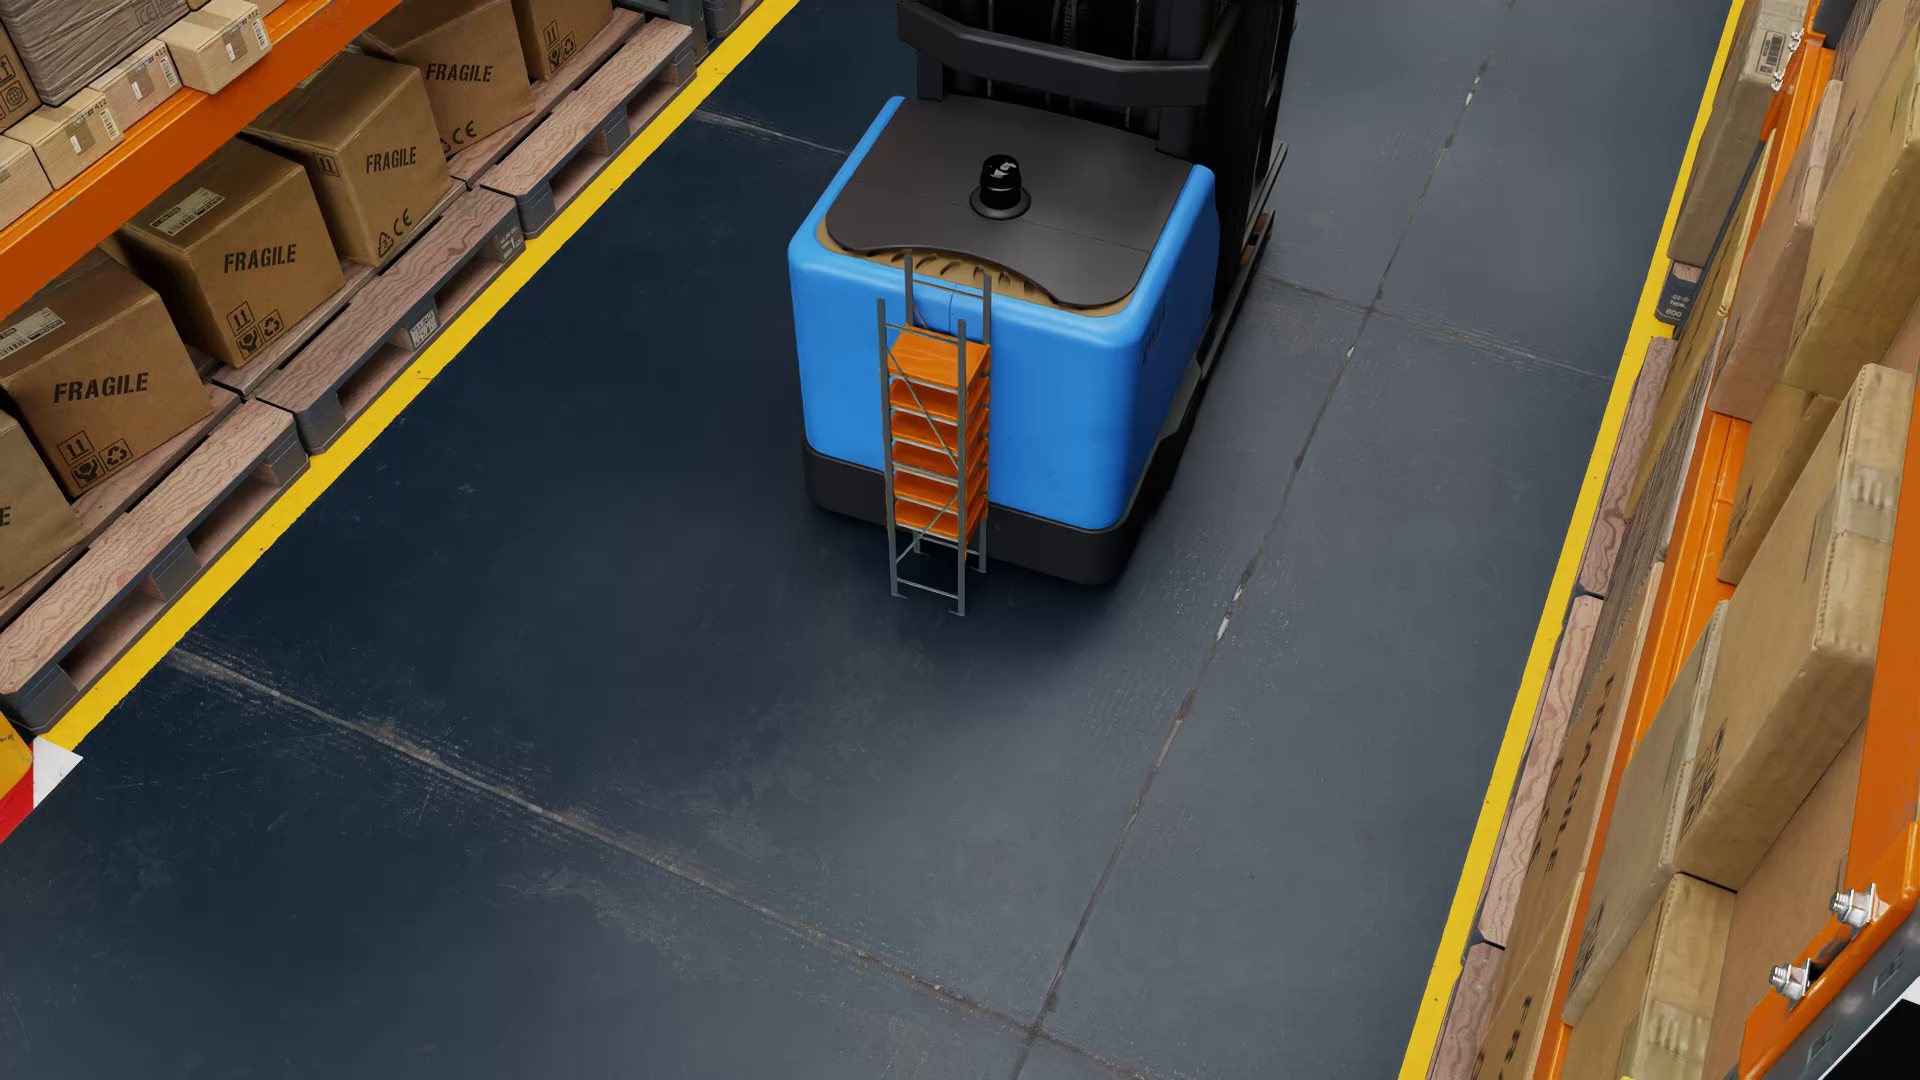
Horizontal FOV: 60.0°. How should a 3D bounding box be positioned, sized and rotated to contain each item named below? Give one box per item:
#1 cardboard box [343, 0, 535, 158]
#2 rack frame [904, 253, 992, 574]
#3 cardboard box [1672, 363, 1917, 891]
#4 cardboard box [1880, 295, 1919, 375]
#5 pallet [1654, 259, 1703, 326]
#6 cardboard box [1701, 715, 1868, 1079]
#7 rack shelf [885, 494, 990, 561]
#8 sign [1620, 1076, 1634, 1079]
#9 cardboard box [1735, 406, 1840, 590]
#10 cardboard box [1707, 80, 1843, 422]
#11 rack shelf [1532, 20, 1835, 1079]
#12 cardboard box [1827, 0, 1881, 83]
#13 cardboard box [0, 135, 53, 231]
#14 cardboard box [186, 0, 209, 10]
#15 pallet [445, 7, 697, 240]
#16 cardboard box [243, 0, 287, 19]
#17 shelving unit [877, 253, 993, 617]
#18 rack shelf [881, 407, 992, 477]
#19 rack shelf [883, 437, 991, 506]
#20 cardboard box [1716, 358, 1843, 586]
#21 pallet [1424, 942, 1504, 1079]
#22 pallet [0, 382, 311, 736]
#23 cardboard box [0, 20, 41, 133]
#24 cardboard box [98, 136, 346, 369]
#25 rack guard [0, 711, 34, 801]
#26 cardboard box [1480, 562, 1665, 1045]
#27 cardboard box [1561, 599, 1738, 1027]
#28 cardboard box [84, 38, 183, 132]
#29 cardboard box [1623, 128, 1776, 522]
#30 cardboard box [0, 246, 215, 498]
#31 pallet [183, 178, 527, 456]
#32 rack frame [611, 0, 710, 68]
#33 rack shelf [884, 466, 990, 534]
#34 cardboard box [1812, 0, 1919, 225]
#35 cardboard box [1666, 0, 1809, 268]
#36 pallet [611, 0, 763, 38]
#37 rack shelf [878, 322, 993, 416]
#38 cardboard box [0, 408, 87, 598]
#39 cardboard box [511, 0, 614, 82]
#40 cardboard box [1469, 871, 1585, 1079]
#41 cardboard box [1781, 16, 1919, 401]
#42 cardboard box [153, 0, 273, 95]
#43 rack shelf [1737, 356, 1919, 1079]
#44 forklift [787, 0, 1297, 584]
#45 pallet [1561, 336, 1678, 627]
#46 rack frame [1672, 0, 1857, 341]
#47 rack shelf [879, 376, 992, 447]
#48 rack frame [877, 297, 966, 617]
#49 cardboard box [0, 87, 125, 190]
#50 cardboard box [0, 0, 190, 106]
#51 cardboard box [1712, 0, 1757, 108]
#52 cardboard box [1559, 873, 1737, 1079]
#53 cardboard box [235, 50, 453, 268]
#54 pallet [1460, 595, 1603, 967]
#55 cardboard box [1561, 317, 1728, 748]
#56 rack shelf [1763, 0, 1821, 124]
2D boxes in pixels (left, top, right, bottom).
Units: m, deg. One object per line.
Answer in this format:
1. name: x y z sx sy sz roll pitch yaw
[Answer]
1. cardboard box: -1.975 -1.800 6.177 0.500 0.500 0.500 36 58 27
2. rack frame: -0.032 -0.319 4.734 0.240 1.200 0.006 16 52 13
3. cardboard box: 1.548 0.255 2.256 0.875 0.550 0.550 20 52 16
4. cardboard box: 1.910 -0.087 2.547 0.875 0.550 0.550 20 52 16
5. pallet: 3.173 -1.102 6.049 1.003 0.211 1.213 20 52 16
6. cardboard box: 1.396 0.663 1.908 0.875 0.550 0.550 20 52 16
7. rack shelf: -0.065 -0.070 4.895 0.258 0.103 0.180 16 52 13
8. sign: 0.718 0.667 1.797 0.100 0.325 0.005 20 52 16
9. cardboard box: 1.888 0.255 2.965 0.875 0.550 0.550 20 52 16
10. cardboard box: 2.213 -0.521 3.625 0.875 0.550 0.550 20 52 16
11. rack shelf: 2.057 0.161 3.616 1.077 0.370 4.000 20 52 16
12. cardboard box: 2.765 -1.240 4.237 0.875 0.550 0.550 20 52 16
13. cardboard box: -2.569 -0.928 4.235 0.380 0.149 0.250 20 52 16
14. cardboard box: -2.397 -1.931 4.663 0.875 0.500 0.500 20 52 16
15. pallet: -1.785 -1.755 6.605 1.003 0.211 1.213 20 52 16
16. cardboard box: -2.186 -1.632 4.834 0.380 0.149 0.250 20 52 16
17. shelving unit: -0.065 -0.254 4.678 0.258 1.200 0.189 16 52 13
18. rack shelf: -0.065 -0.303 4.621 0.258 0.103 0.180 16 52 13
19. rack shelf: -0.065 -0.225 4.712 0.258 0.103 0.180 16 52 13
20. cardboard box: 2.077 -0.123 3.287 0.875 0.550 0.500 20 52 16
21. pallet: 1.473 1.633 3.722 1.003 0.211 1.213 20 52 16
22. pallet: -2.827 -0.075 5.175 1.003 0.211 1.213 20 52 16
23. cardboard box: -2.874 -1.260 4.092 0.875 0.500 0.500 20 52 16
24. cardboard box: -2.448 -0.977 5.477 0.500 0.500 0.500 24 54 19
25. rack guard: -3.206 0.379 4.599 1.175 0.500 0.348 20 52 16
26. cardboard box: 1.807 0.762 3.751 0.875 0.875 0.875 19 52 16
27. cardboard box: 1.535 0.600 2.671 0.875 0.550 0.550 20 52 16
28. cardboard box: -2.373 -1.279 4.533 0.380 0.149 0.250 20 52 16
29. cardboard box: 2.579 -0.487 4.814 0.875 0.875 0.875 21 53 17
30. cardboard box: -2.732 -0.552 5.116 0.500 0.500 0.500 33 57 25
31. pallet: -2.305 -0.912 5.888 1.003 0.211 1.213 20 52 16
32. rack frame: -1.530 -3.133 5.946 1.000 3.000 0.127 20 52 16
33. rack shelf: -0.065 -0.147 4.804 0.258 0.103 0.180 16 52 13
34. cardboard box: 2.238 -0.862 3.206 0.875 0.550 0.550 20 52 16
35. cardboard box: 3.095 -1.313 5.599 1.050 0.750 0.750 20 52 16
36. pallet: -1.199 -2.766 7.465 1.003 0.211 1.213 20 52 16
37. rack shelf: -0.065 -0.458 4.438 0.258 0.103 0.180 16 52 13
38. cardboard box: -2.957 -0.129 4.756 0.500 0.500 0.500 29 55 22
39. cardboard box: -1.737 -2.197 6.515 0.500 0.500 0.500 18 52 15
40. cardboard box: 1.433 1.369 3.235 0.875 0.875 0.875 20 53 16
41. cardboard box: 2.019 -0.494 2.893 0.875 0.550 0.500 20 52 16
42. cardboard box: -2.173 -1.417 4.651 0.380 0.149 0.250 20 52 16
43. rack shelf: 2.057 -0.811 2.474 1.077 0.370 4.000 20 52 16
44. forklift: 0.512 -1.964 4.996 1.130 2.935 3.031 16 52 13
45. pallet: 2.516 -0.048 5.152 1.003 0.211 1.213 20 52 16
46. rack frame: 2.911 -1.450 4.514 1.000 3.000 0.127 20 52 16
47. rack shelf: -0.065 -0.381 4.529 0.258 0.103 0.180 16 52 13
48. rack frame: -0.098 -0.189 4.623 0.240 1.200 0.006 16 52 13
49. cardboard box: -2.456 -1.098 4.379 0.380 0.149 0.250 20 52 16
50. cardboard box: -2.621 -1.591 4.373 0.875 0.500 0.500 20 52 16
51. cardboard box: 3.511 -1.976 6.164 1.050 0.750 0.750 20 52 16
52. cardboard box: 1.320 0.986 2.343 0.875 0.550 0.550 20 52 16
53. cardboard box: -2.169 -1.347 5.792 0.500 0.500 0.500 16 51 13
54. pallet: 1.996 0.795 4.435 1.003 0.211 1.213 20 52 16
55. cardboard box: 2.198 0.135 4.285 0.875 0.875 0.875 20 53 16
56. rack shelf: 3.766 -2.594 5.960 1.077 0.370 4.000 20 52 16
